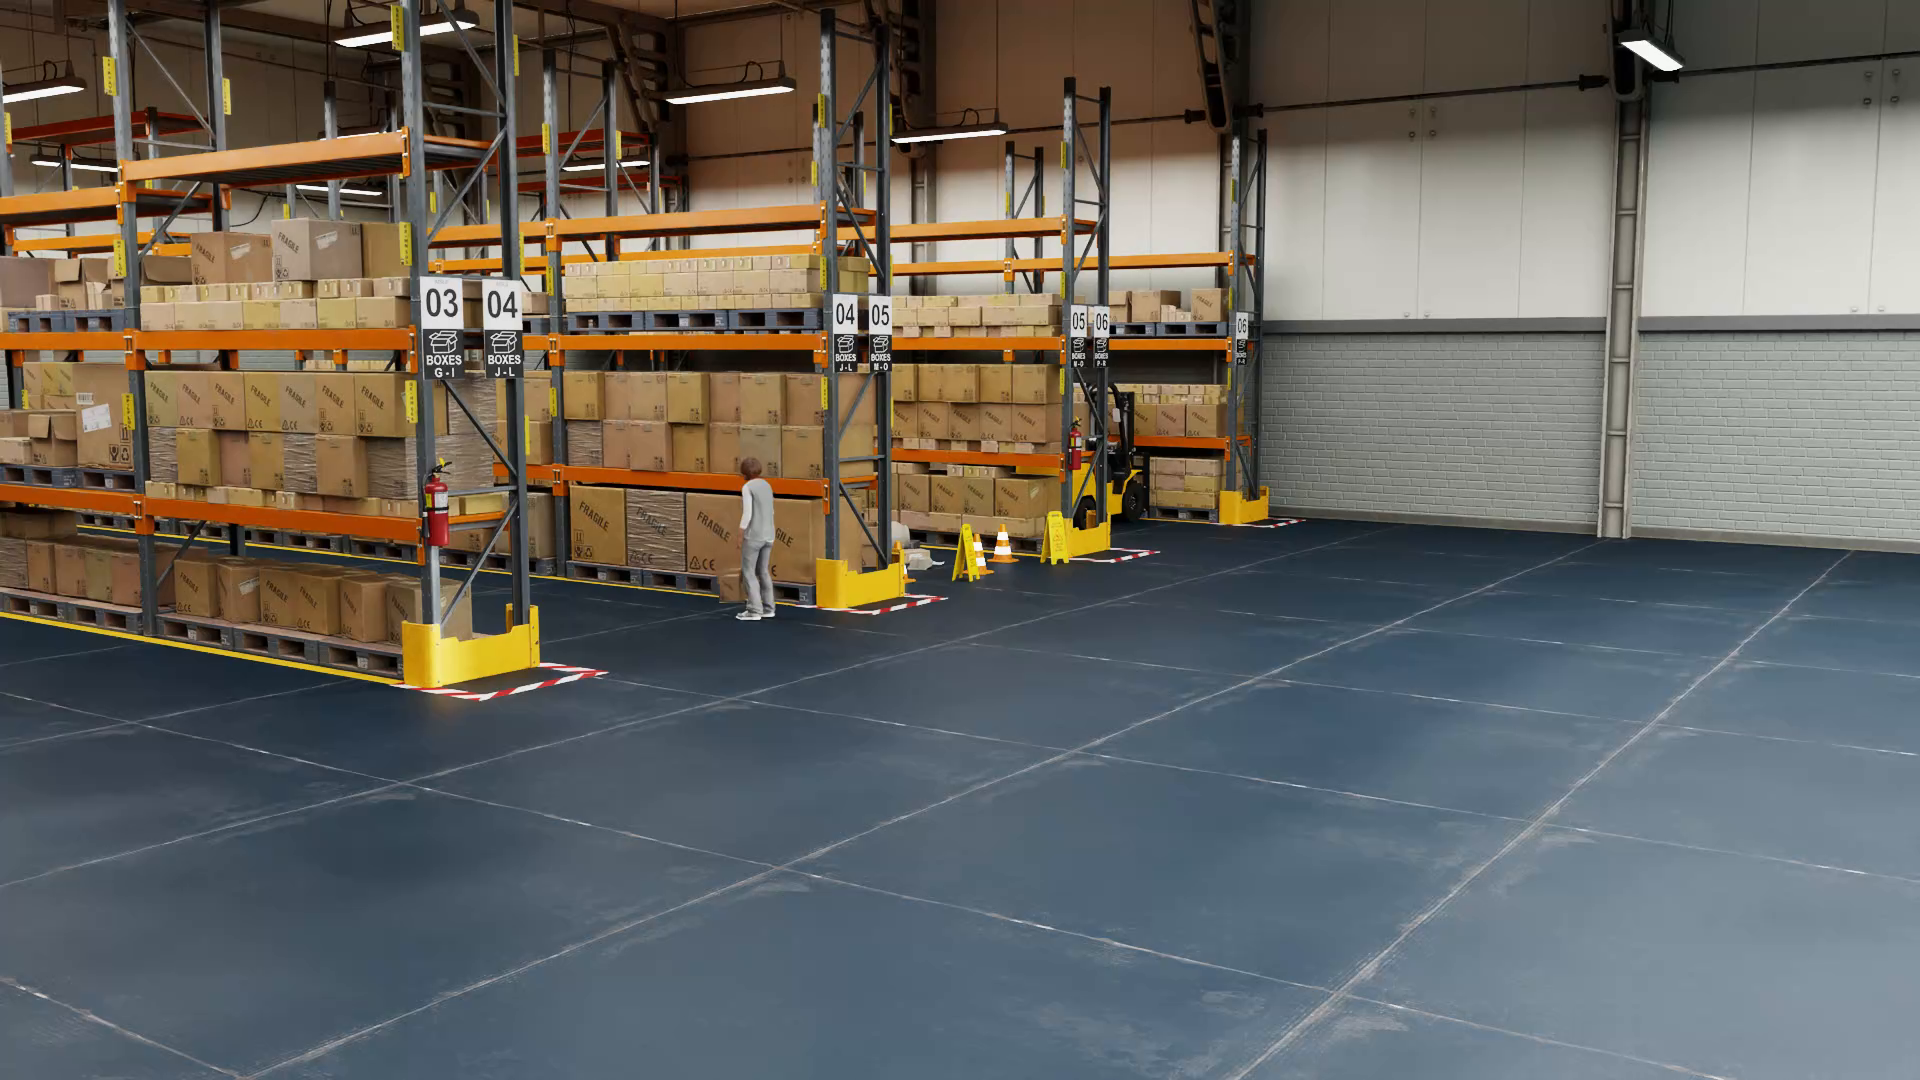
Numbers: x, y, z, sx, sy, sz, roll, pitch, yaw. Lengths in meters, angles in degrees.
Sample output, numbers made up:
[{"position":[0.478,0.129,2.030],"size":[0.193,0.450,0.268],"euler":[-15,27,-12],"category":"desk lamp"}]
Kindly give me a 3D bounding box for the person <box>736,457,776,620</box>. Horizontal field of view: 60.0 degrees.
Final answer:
[{"position":[-1.996,-0.013,16.303],"size":[0.342,1.595,0.456],"euler":[4,8,32],"category":"person"}]
